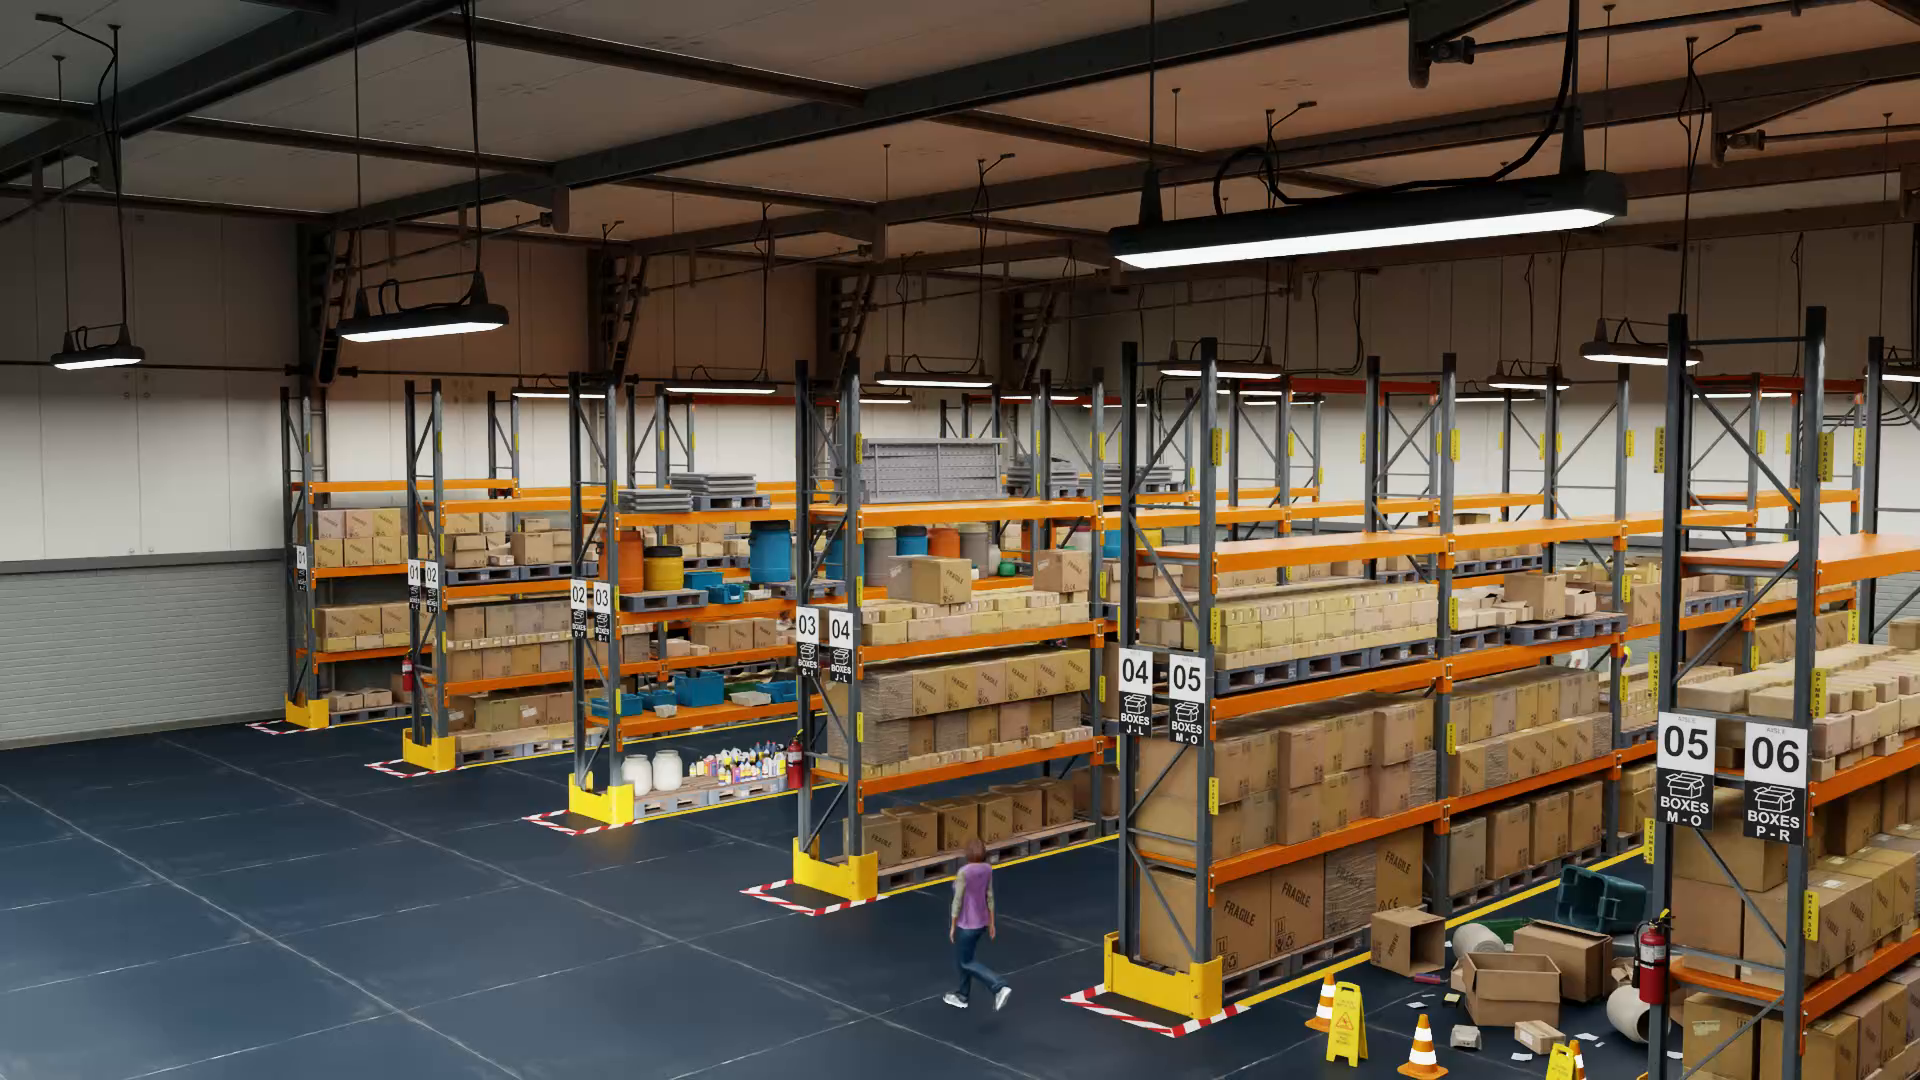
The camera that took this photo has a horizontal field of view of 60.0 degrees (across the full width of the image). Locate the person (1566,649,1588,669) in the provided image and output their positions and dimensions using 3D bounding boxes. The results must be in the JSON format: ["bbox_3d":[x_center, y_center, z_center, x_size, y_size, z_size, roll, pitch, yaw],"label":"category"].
[{"bbox_3d":[11.810,2.363,31.552,0.774,1.556,0.617,1,4,10],"label":"person"}]

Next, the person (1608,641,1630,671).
[{"bbox_3d":[11.361,2.448,28.740,0.615,1.787,0.502,-3,5,-42],"label":"person"}]

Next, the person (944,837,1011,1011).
[{"bbox_3d":[0.143,3.433,14.782,0.760,1.561,0.402,2,4,26],"label":"person"}]

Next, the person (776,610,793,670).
[{"bbox_3d":[-3.435,2.116,32.660,0.428,1.604,0.358,-3,4,-35],"label":"person"}]
